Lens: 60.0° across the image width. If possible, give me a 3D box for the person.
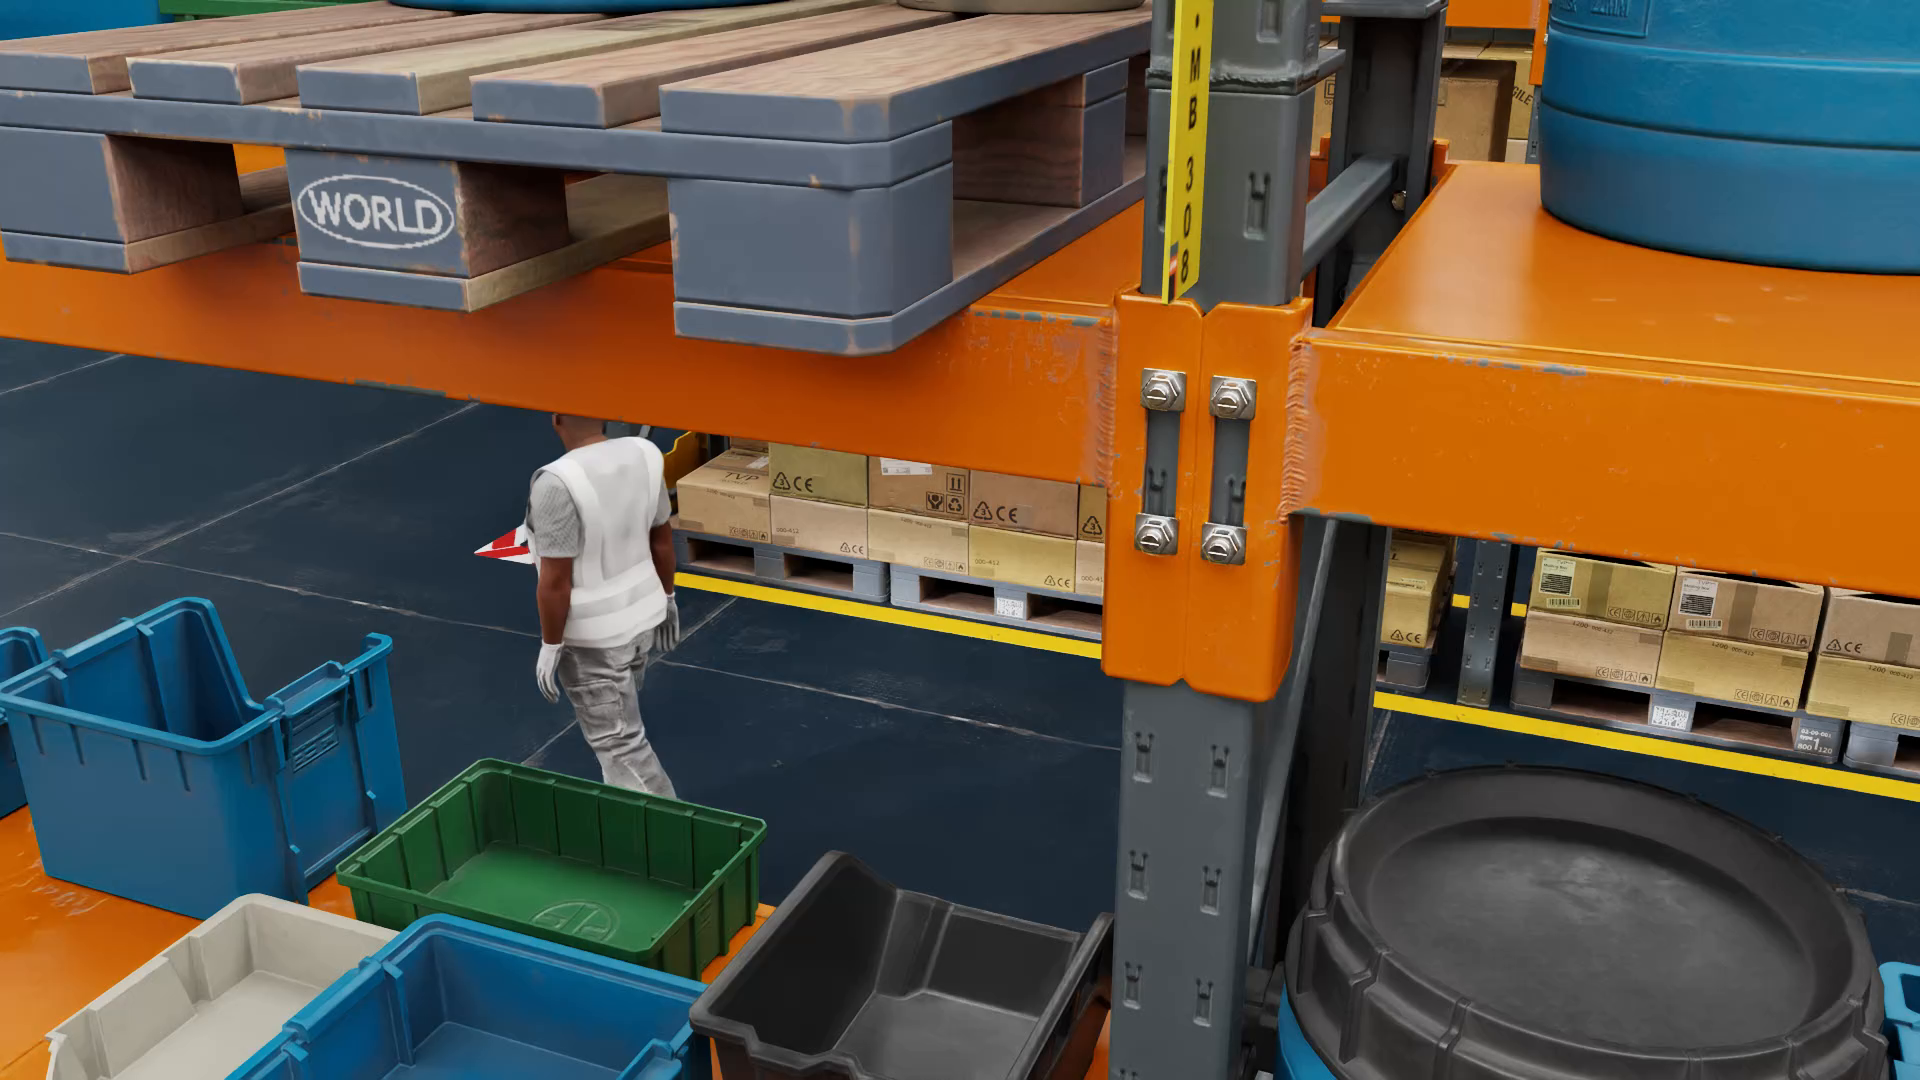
[{"bbox_3d":[-1.113,0.289,5.365,0.603,1.776,0.599,10,24,24],"label":"person"}]
